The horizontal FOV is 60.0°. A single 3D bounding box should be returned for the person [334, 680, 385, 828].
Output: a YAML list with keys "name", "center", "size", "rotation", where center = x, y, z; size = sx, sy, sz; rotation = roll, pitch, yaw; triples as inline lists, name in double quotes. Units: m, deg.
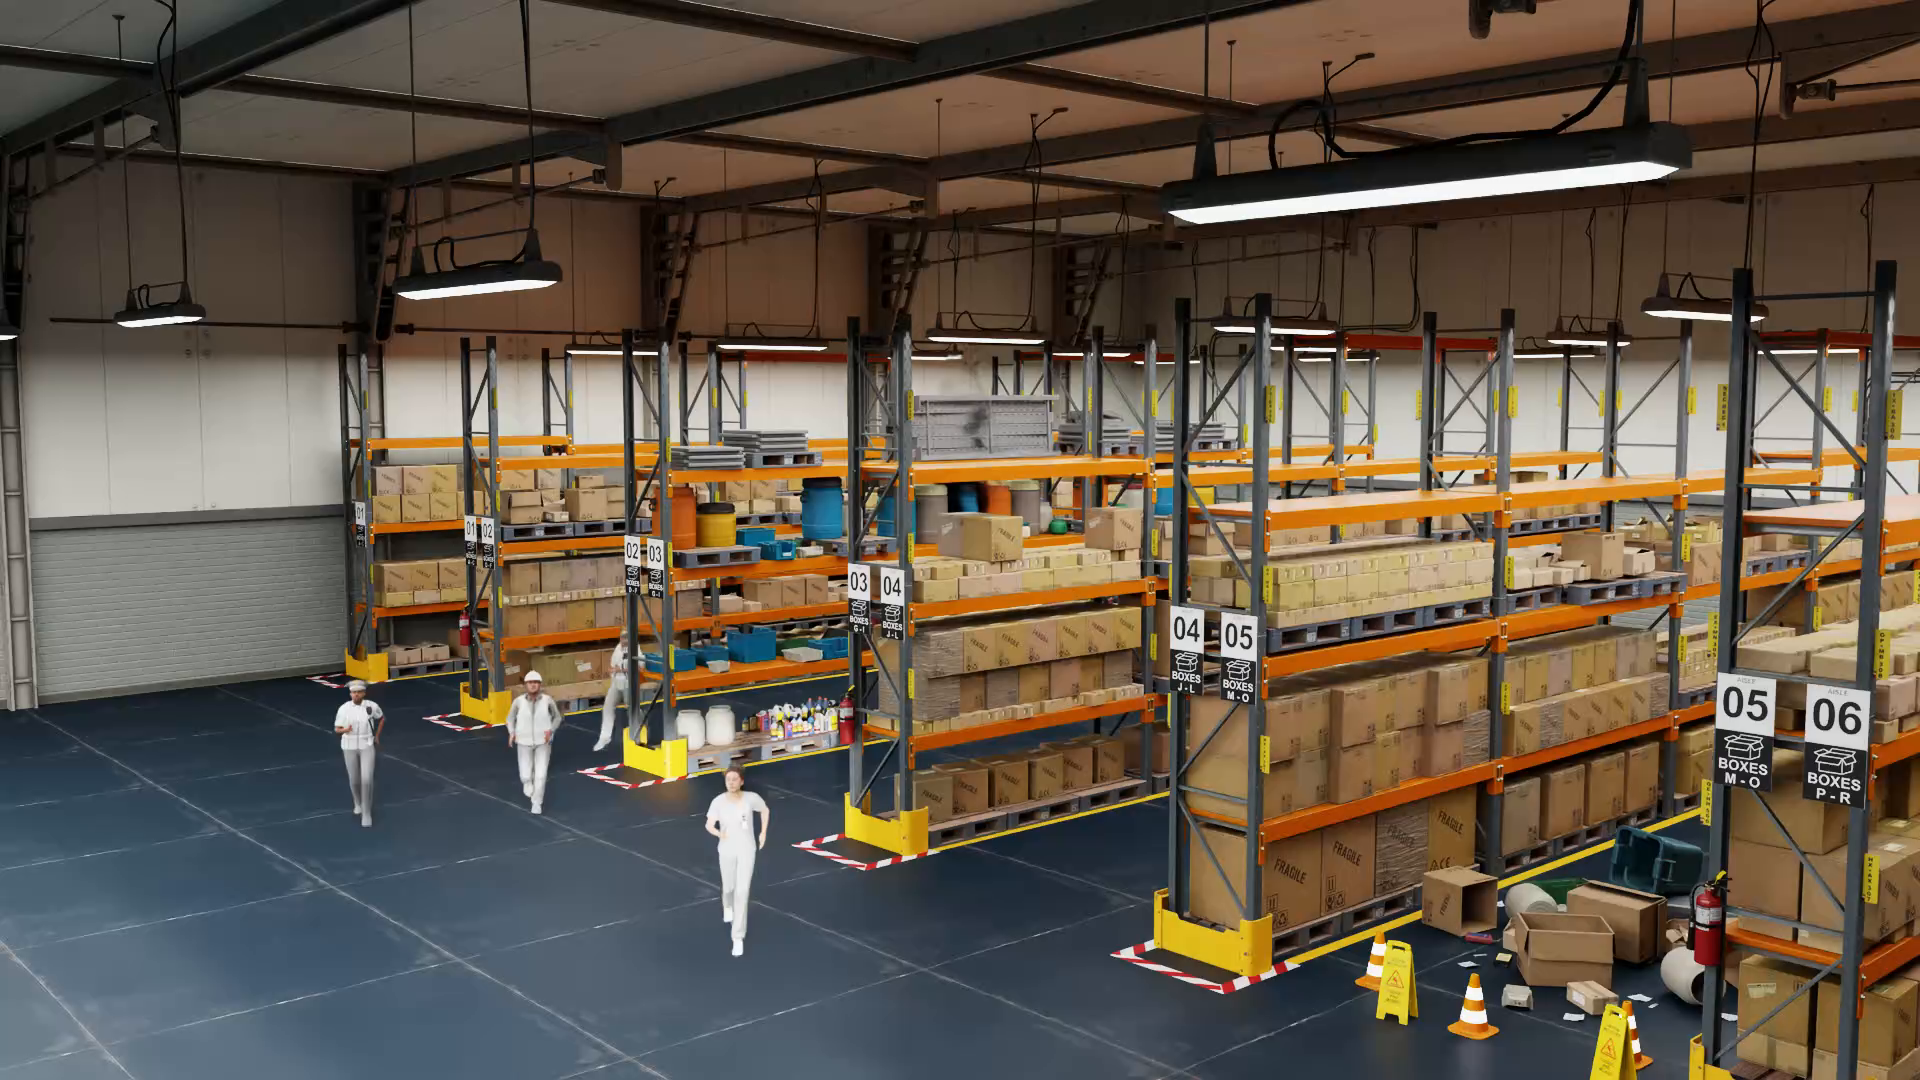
- name: "person"
  center: [-7.198, 2.533, 19.946]
  size: [0.560, 1.754, 0.728]
  rotation: [-1, 5, -14]

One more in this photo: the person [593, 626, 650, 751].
- name: "person"
  center: [-4.814, 2.117, 24.048]
  size: [0.664, 1.784, 0.954]
  rotation: [3, 6, 32]

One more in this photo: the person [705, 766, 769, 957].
- name: "person"
  center: [-2.085, 2.936, 15.605]
  size: [0.576, 1.682, 0.956]
  rotation: [0, 5, -1]

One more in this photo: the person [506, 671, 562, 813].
- name: "person"
  center: [-5.248, 2.477, 20.503]
  size: [0.670, 1.731, 0.589]
  rotation: [-1, 5, -12]
